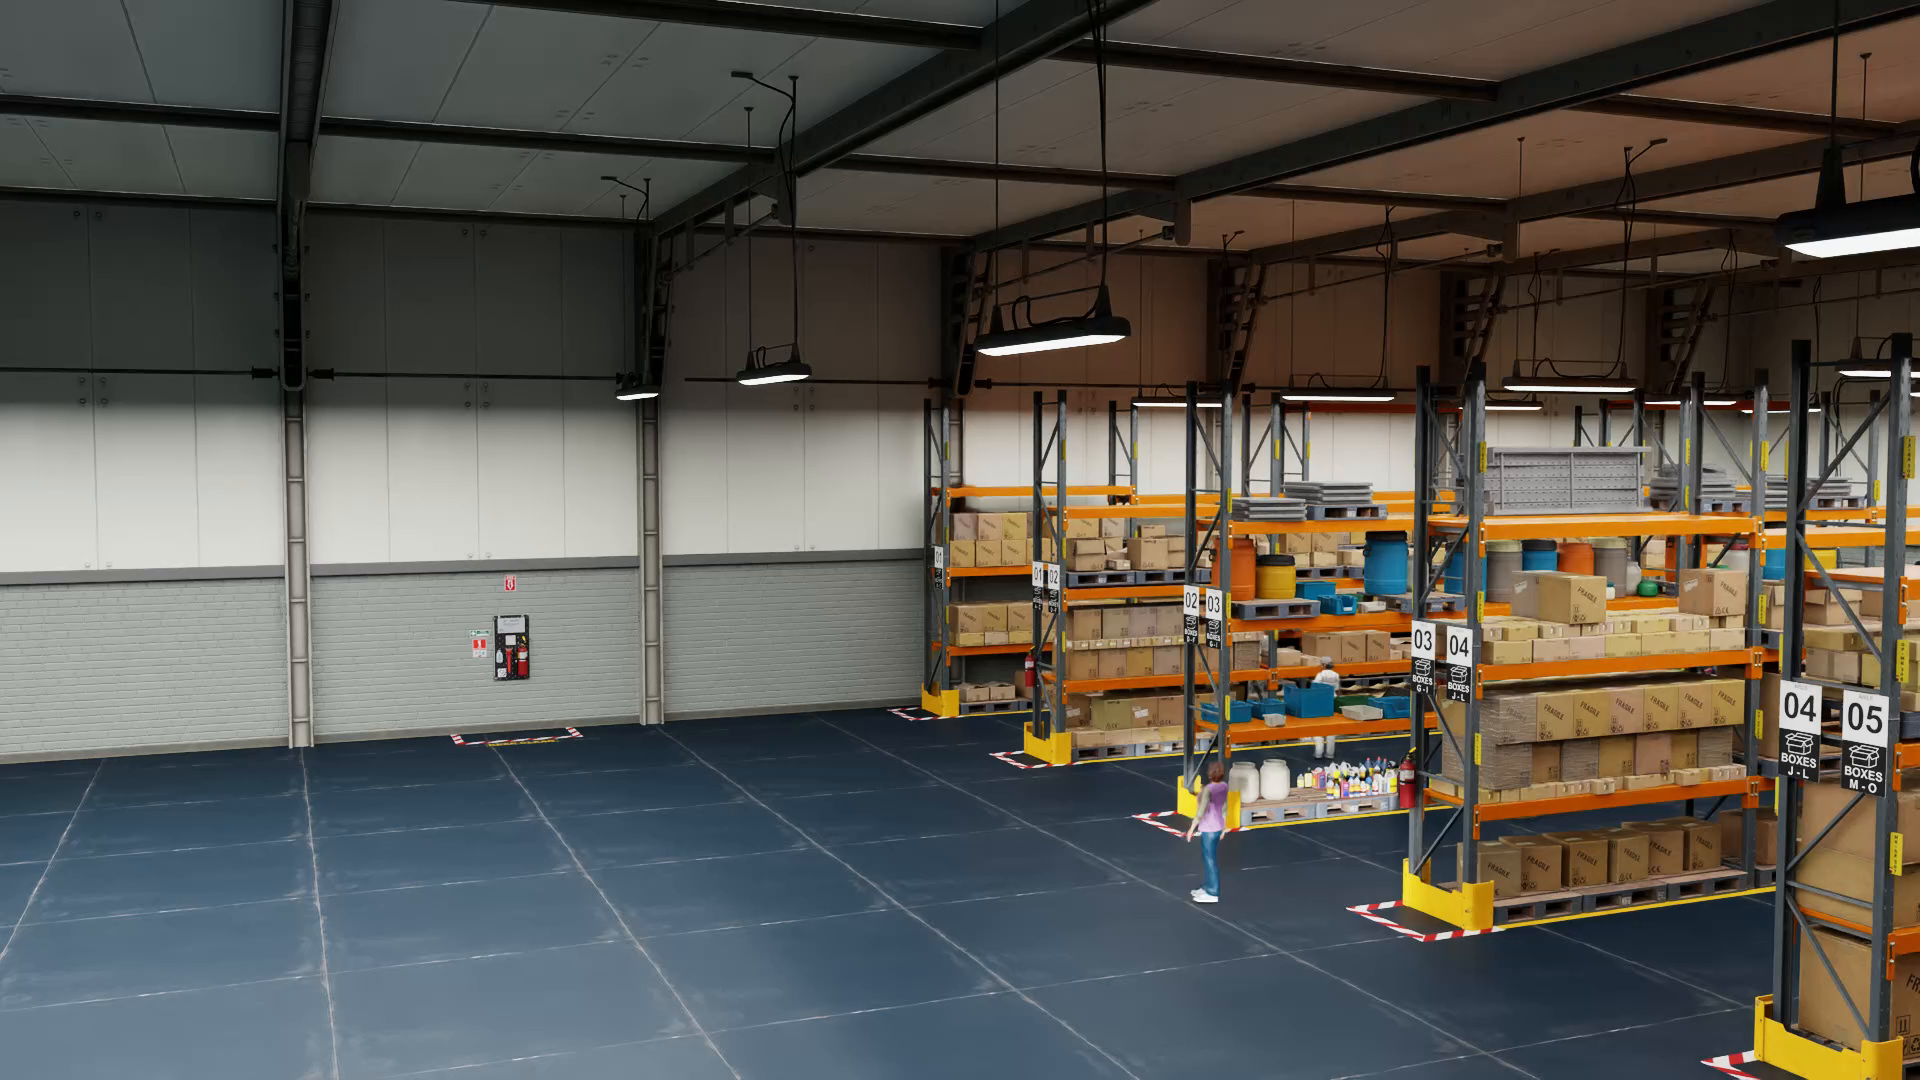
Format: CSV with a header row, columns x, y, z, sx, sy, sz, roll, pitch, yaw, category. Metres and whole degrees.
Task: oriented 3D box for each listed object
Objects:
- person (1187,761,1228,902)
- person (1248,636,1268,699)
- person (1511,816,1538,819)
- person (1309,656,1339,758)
x,y,z,sx,sy,sz,roll,pitch,yaw,category
2.766,3.268,18.660,0.452,1.604,0.451,1,4,23,person
5.594,2.413,31.953,1.016,1.734,0.669,-2,4,-29,person
7.702,2.943,22.851,0.502,1.796,0.633,1,3,9,person
5.942,2.731,27.123,0.502,1.672,0.404,-1,4,-20,person
